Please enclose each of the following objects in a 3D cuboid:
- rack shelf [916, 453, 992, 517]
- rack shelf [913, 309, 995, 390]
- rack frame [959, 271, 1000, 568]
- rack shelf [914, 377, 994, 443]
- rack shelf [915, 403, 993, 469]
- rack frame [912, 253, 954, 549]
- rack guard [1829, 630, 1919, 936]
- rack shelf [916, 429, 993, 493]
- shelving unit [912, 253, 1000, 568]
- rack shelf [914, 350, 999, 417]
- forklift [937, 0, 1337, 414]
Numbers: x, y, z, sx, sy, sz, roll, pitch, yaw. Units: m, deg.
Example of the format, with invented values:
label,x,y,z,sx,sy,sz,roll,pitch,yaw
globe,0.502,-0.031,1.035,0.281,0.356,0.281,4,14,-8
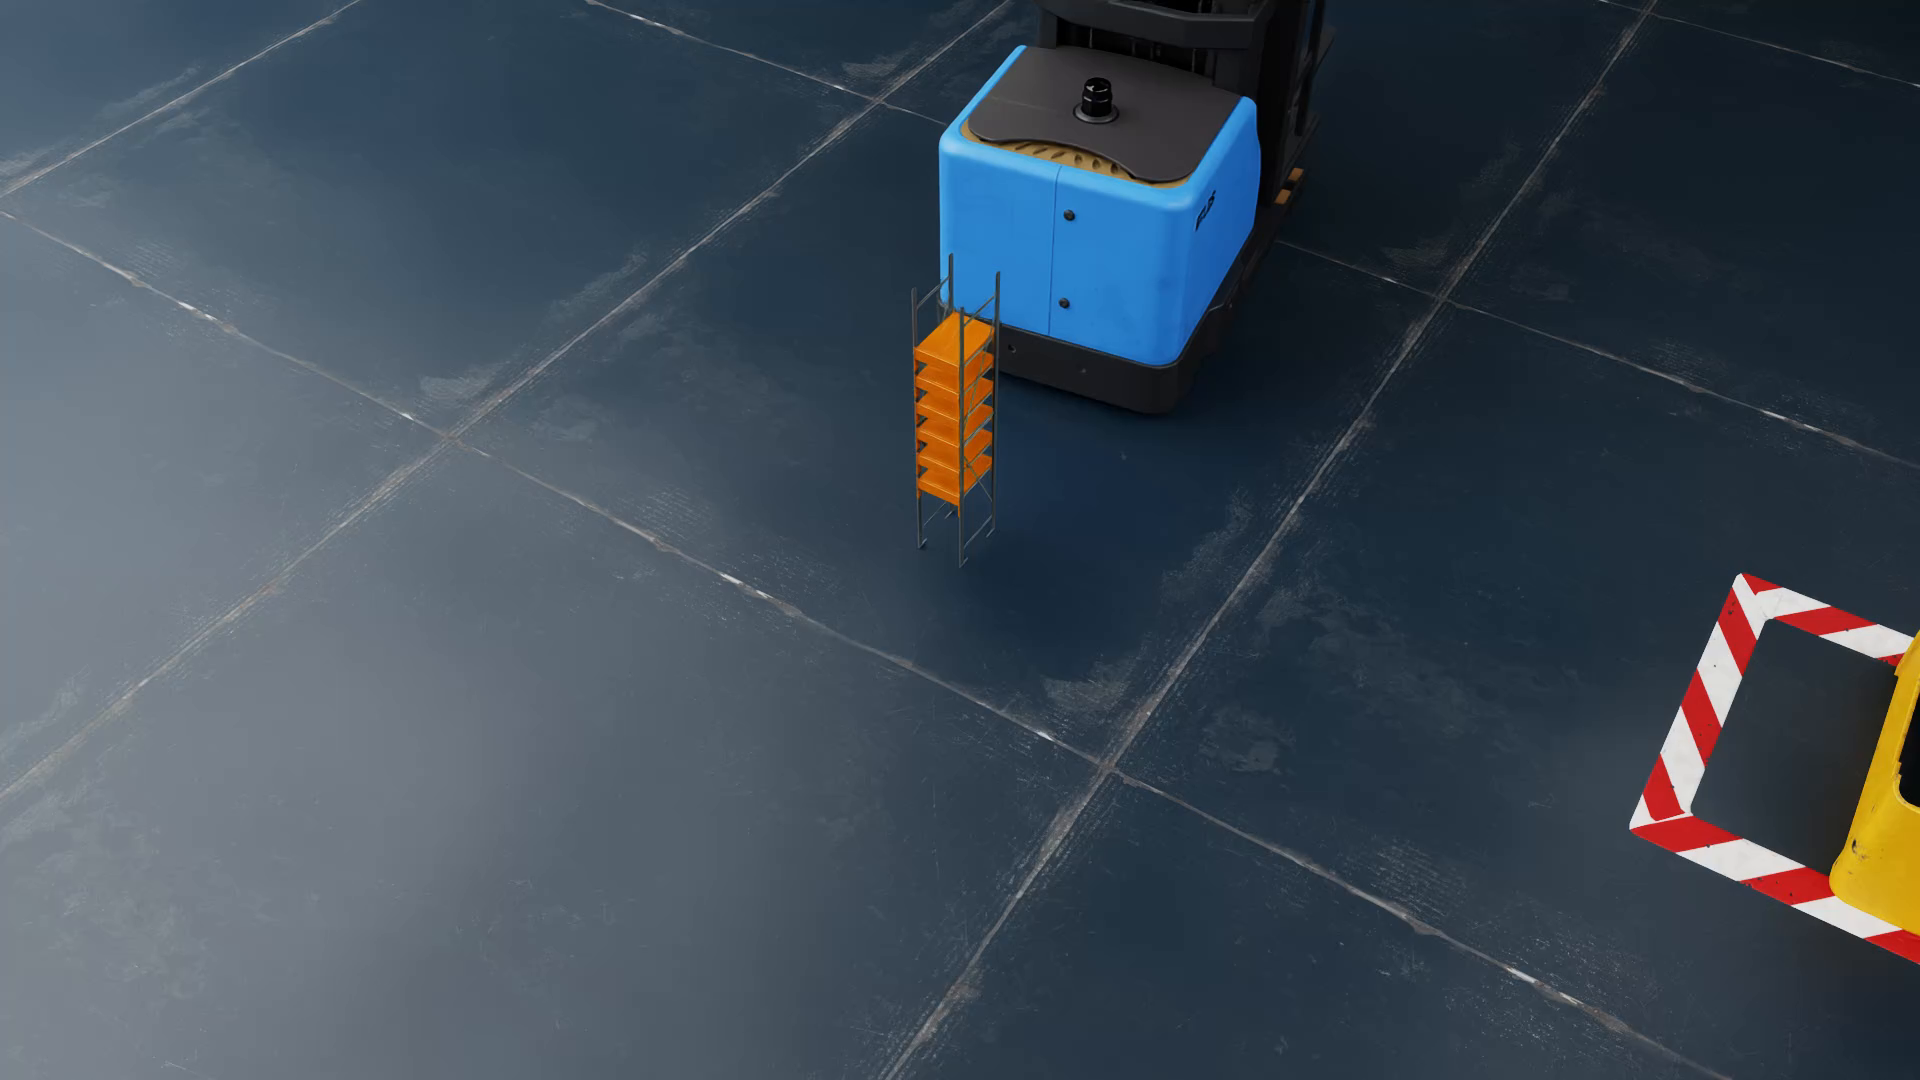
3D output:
label,x,y,z,sx,sy,sz,roll,pitch,yaw
rack shelf,-0.012,-0.226,6.029,0.180,0.103,0.258,25,51,22
rack shelf,-0.012,-0.644,5.599,0.180,0.103,0.258,25,51,22
rack frame,0.065,-0.388,5.791,0.006,1.200,0.240,25,51,22
rack shelf,-0.012,-0.476,5.771,0.180,0.103,0.258,25,51,22
rack shelf,-0.012,-0.393,5.857,0.180,0.103,0.258,25,51,22
rack frame,-0.089,-0.459,5.860,0.006,1.200,0.240,25,51,22
rack guard,3.154,0.641,5.279,0.348,0.500,1.175,25,51,22
rack shelf,-0.012,-0.309,5.943,0.180,0.103,0.258,25,51,22
shelving unit,-0.012,-0.424,5.825,0.189,1.200,0.258,25,51,22
rack shelf,-0.012,-0.560,5.685,0.180,0.103,0.258,25,51,22
forklift,0.979,-2.591,6.724,1.130,2.935,3.031,18,49,17
